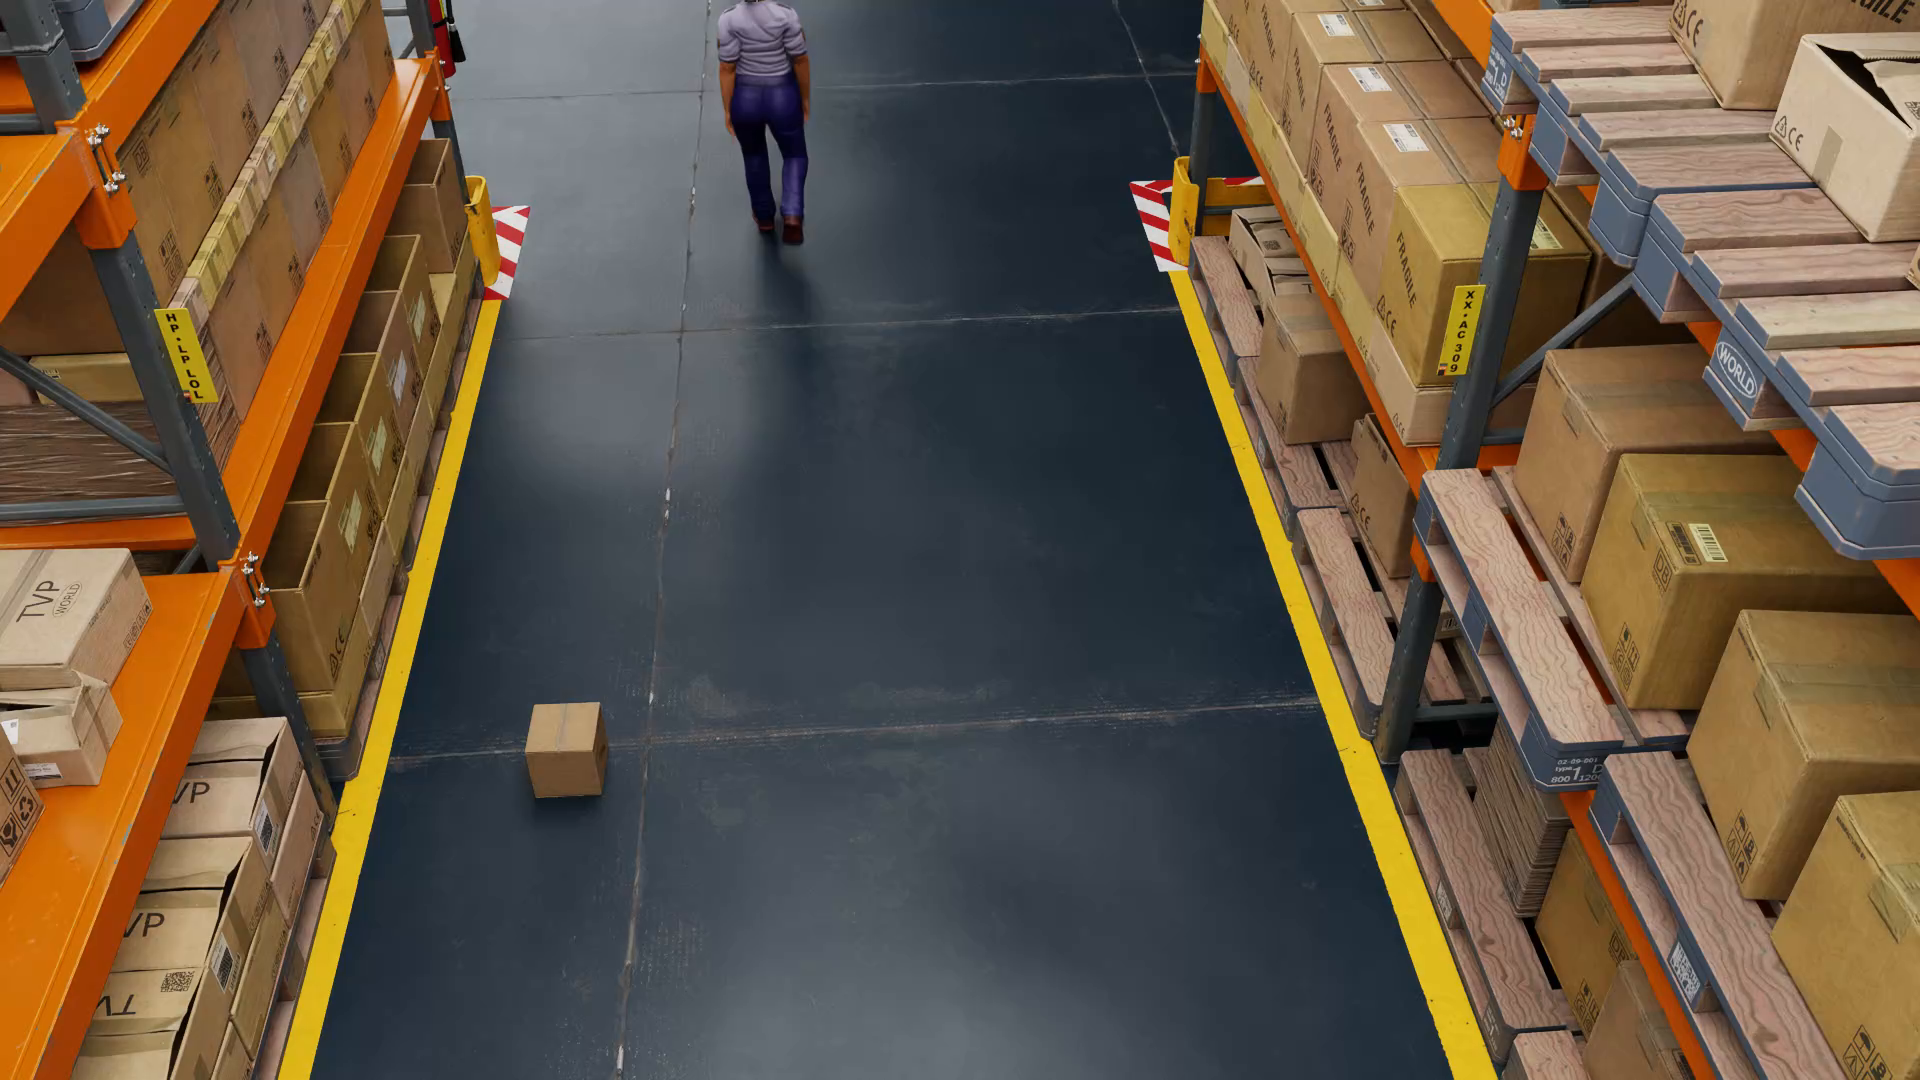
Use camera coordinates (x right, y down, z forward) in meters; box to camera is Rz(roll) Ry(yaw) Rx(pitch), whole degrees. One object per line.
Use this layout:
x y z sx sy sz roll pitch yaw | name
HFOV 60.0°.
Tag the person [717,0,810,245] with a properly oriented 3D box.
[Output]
-1.046 -2.359 9.028 0.482 1.615 0.736 -4 39 -4 | person
